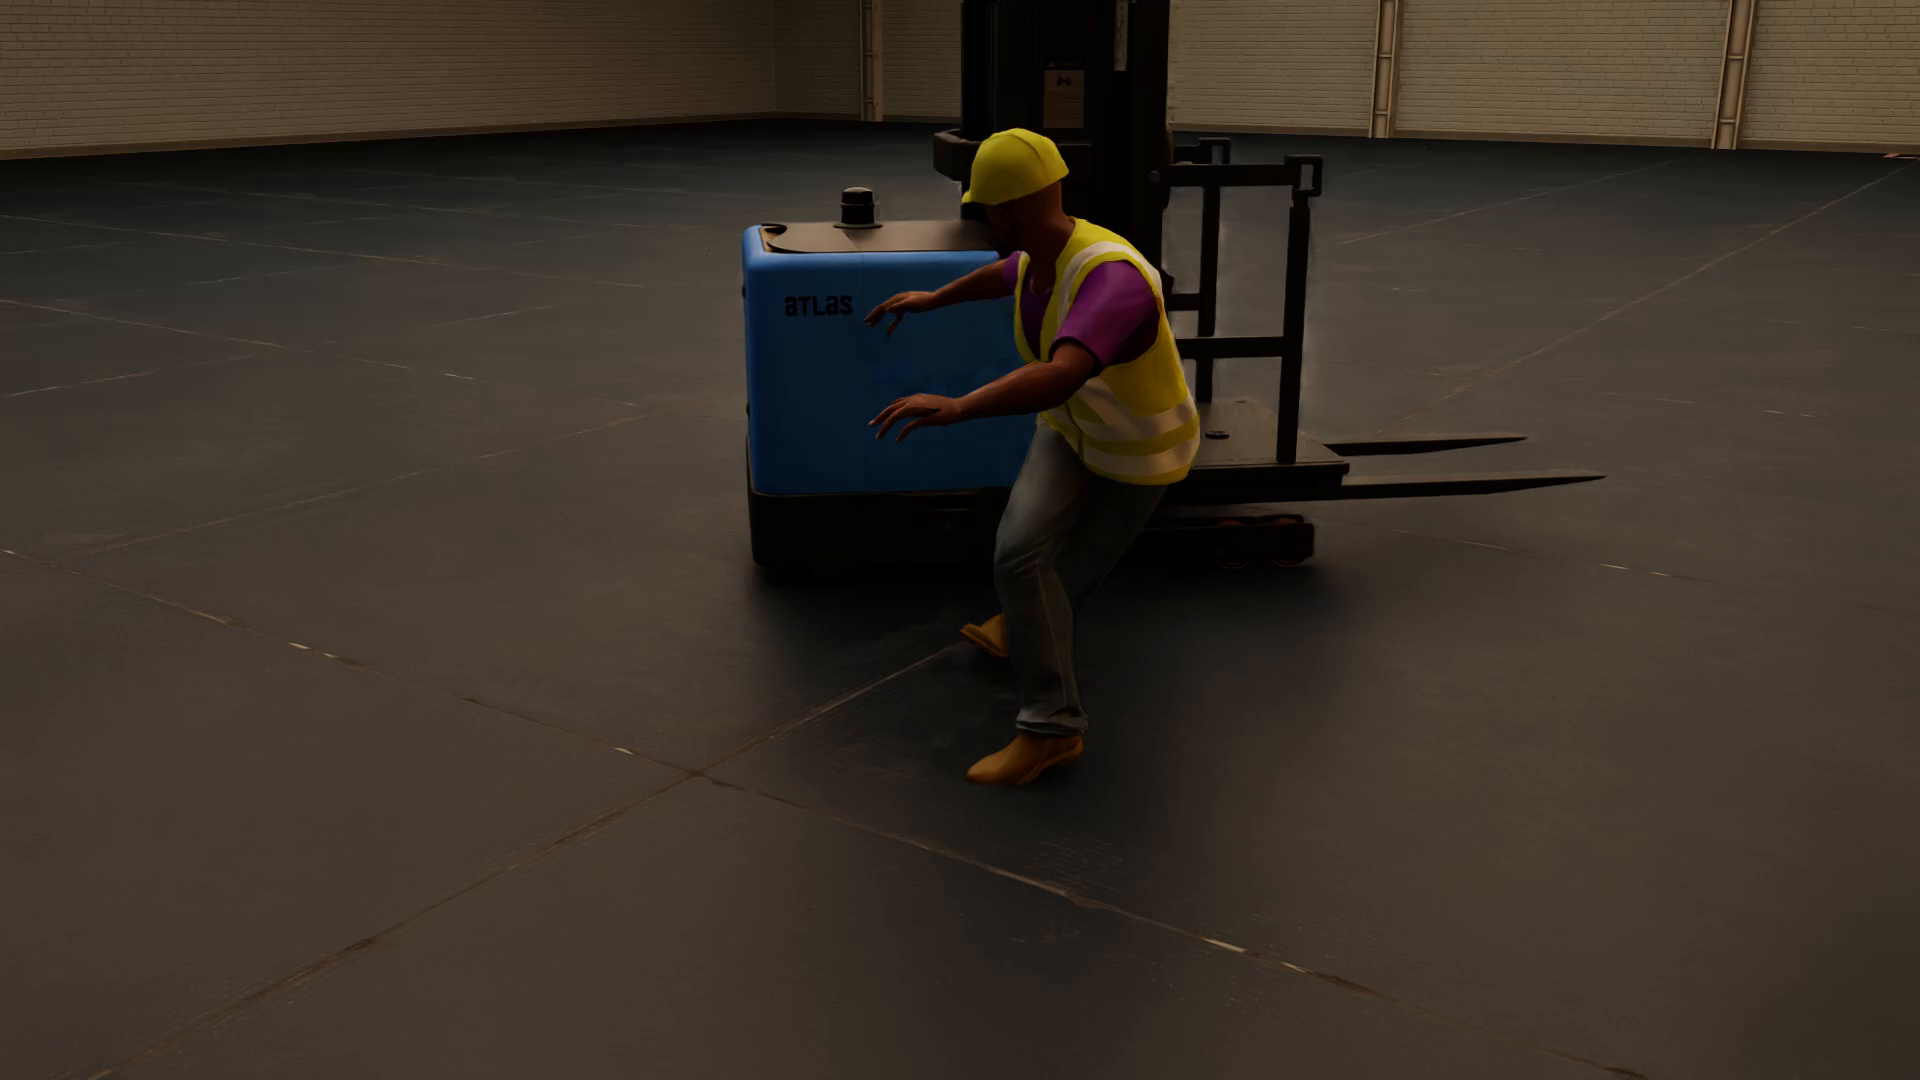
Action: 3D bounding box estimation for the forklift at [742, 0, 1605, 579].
[{"bbox_3d":[0.759,-1.451,5.686,3.031,2.935,1.130,-2,17,-8],"label":"forklift"}]

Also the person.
[{"bbox_3d":[0.058,-0.224,4.088,0.980,1.546,1.116,14,22,39],"label":"person"}]
